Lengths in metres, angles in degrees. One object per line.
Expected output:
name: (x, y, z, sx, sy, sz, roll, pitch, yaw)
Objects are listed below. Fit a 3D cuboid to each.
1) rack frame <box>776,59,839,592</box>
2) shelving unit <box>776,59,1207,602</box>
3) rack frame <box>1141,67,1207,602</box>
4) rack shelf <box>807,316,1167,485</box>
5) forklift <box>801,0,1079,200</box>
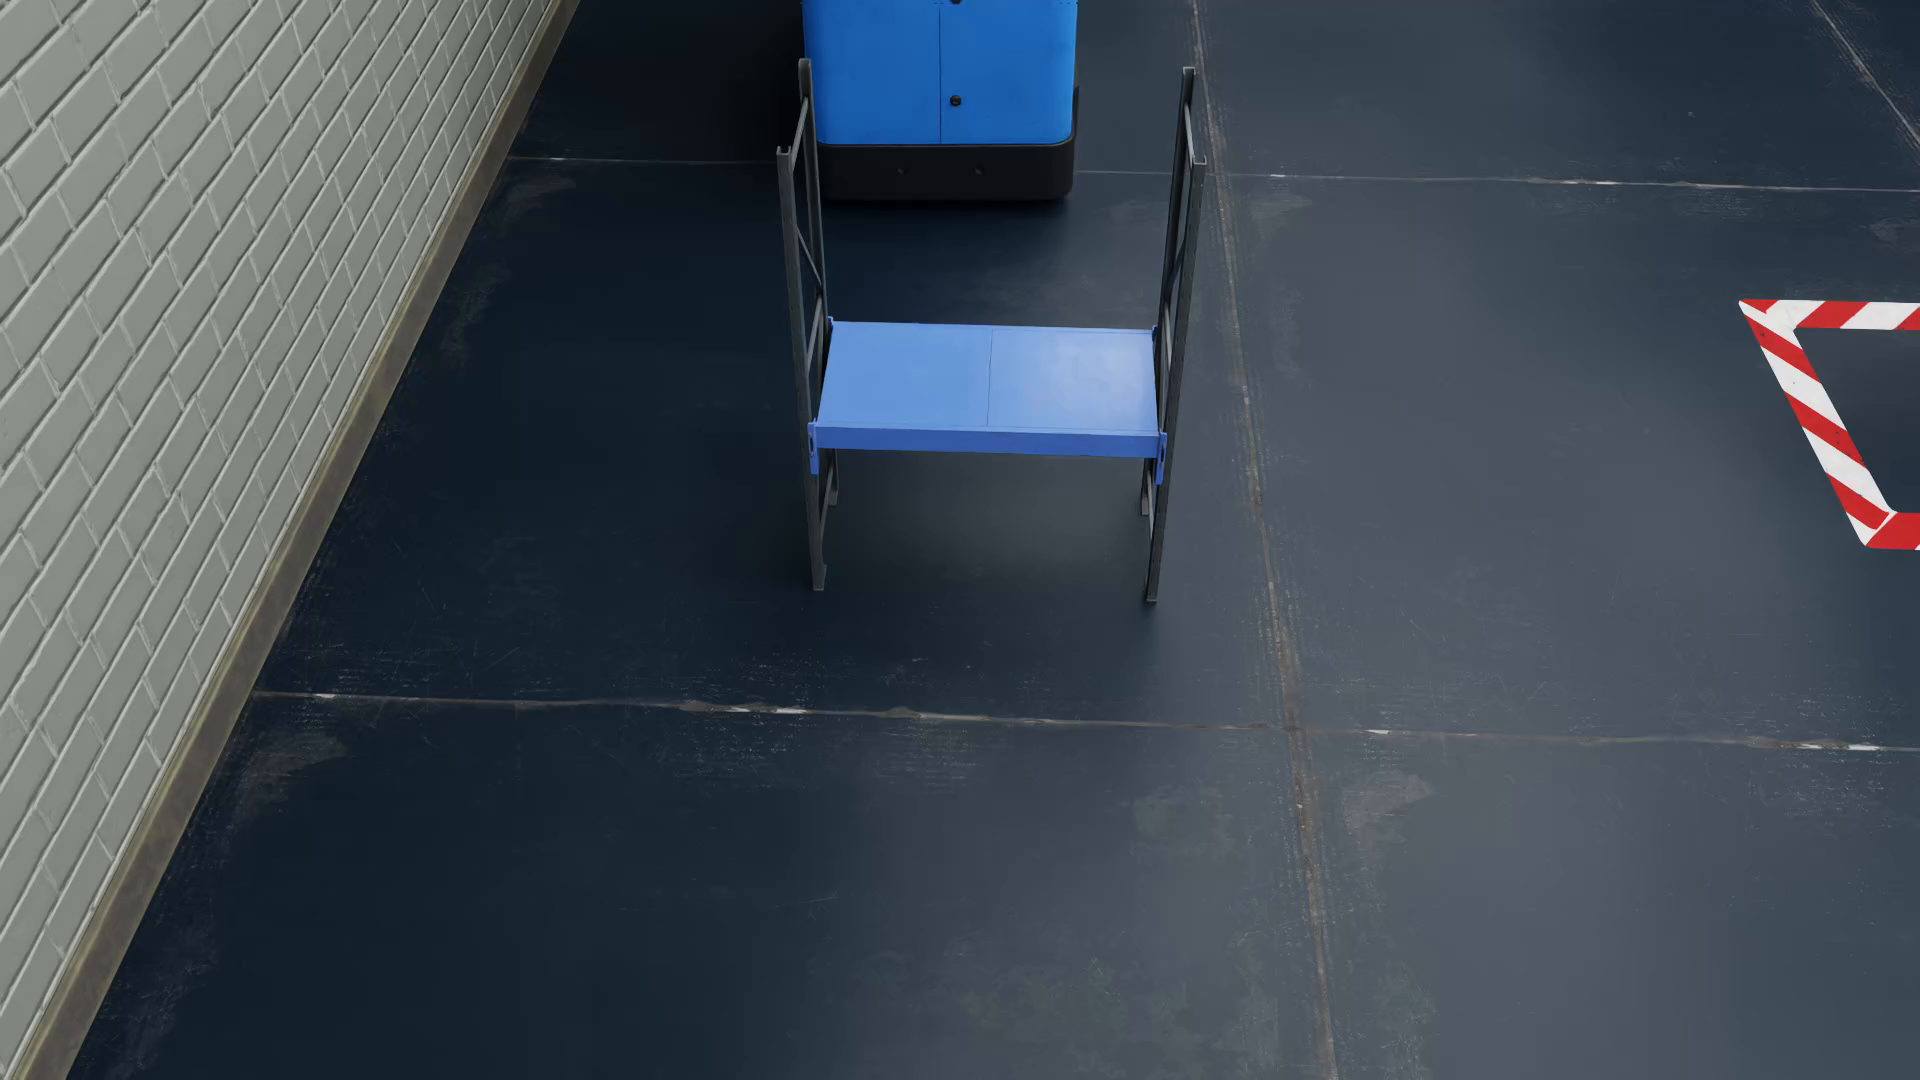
rack frame: (-0.423, -0.562, 4.753, 0.032, 1.500, 0.500, 2, 43, 2)
shelving unit: (0.085, -0.546, 4.736, 1.048, 1.500, 0.538, 2, 43, 2)
rack frame: (0.593, -0.531, 4.719, 0.032, 1.500, 0.500, 2, 43, 2)
rack shelf: (0.085, -0.415, 4.859, 1.000, 0.185, 0.538, 2, 43, 2)
forklift: (-0.082, -3.399, 6.748, 1.130, 2.935, 3.031, 0, 43, 0)
